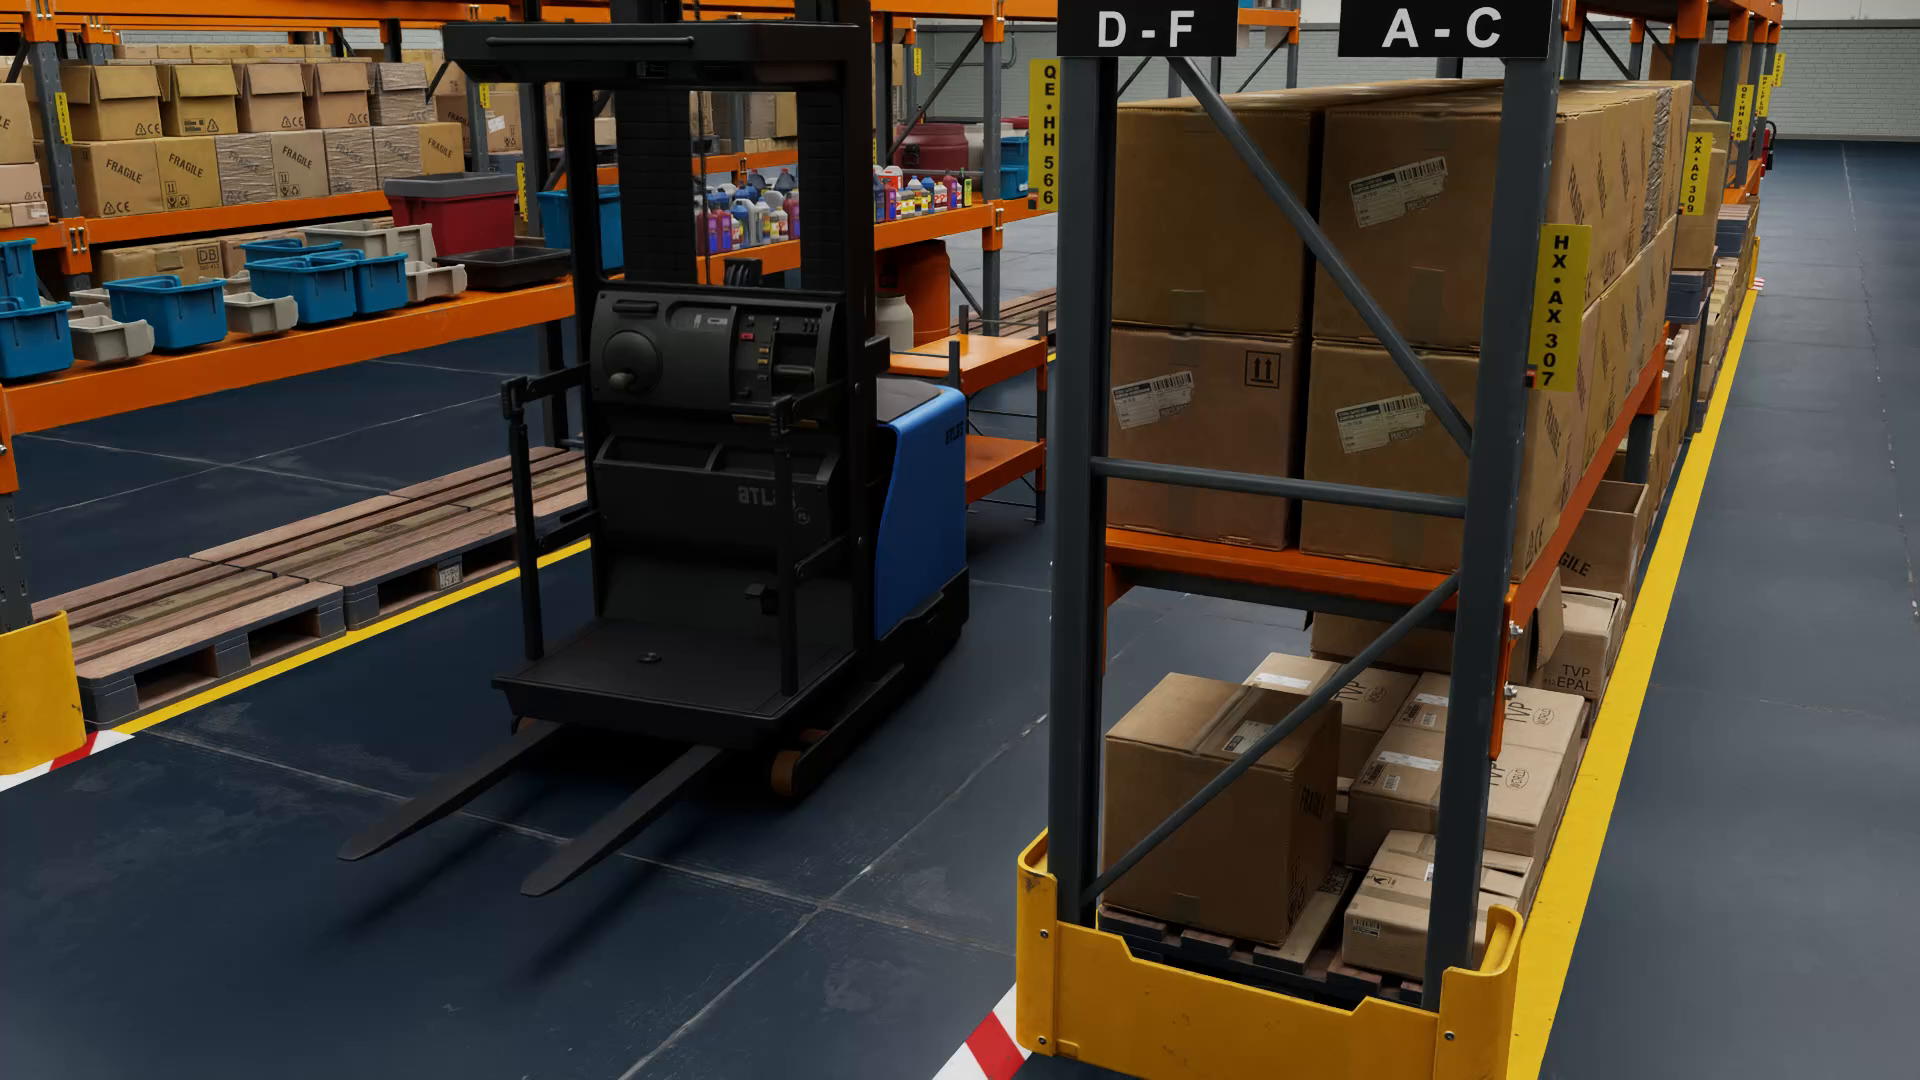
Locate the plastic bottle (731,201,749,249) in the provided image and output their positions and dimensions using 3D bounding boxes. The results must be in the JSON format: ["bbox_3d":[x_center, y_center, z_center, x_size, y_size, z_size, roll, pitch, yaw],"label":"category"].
[{"bbox_3d":[-1.273,-1.827,9.633,0.097,0.271,0.097,0,17,0],"label":"plastic bottle"}]

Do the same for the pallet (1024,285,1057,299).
[{"bbox_3d":[1.302,-2.255,15.746,1.003,0.211,1.213,8,18,25],"label":"pallet"}]

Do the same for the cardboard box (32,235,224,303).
[{"bbox_3d":[-6.119,-1.737,12.100,1.225,0.875,0.875,8,18,26],"label":"cardboard box"}]

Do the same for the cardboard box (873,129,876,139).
[{"bbox_3d":[-1.272,-5.031,20.635,0.380,0.149,0.250,8,18,25],"label":"cardboard box"}]

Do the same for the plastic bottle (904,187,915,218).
[{"bbox_3d":[-0.357,-2.315,11.401,0.097,0.201,0.097,0,17,0],"label":"plastic bottle"}]

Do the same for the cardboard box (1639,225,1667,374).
[{"bbox_3d":[2.250,-0.884,6.058,0.500,0.500,0.500,9,19,27],"label":"cardboard box"}]

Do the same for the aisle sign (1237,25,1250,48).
[{"bbox_3d":[3.176,-6.117,19.286,0.394,0.787,0.004,8,18,25],"label":"aisle sign"}]

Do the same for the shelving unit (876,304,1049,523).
[{"bbox_3d":[-0.003,-0.538,8.358,0.538,1.125,1.048,8,18,25],"label":"shelving unit"}]

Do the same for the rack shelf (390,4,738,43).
[{"bbox_3d":[-3.707,-5.010,16.121,1.077,0.370,4.000,8,18,25],"label":"rack shelf"}]

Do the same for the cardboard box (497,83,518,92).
[{"bbox_3d":[-6.274,-6.174,21.882,0.875,0.550,0.500,8,18,25],"label":"cardboard box"}]

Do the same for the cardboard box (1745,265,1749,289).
[{"bbox_3d":[7.200,-2.510,15.798,0.500,0.250,0.500,8,18,25],"label":"cardboard box"}]

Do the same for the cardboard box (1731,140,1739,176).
[{"bbox_3d":[6.698,-3.590,15.166,0.700,0.500,0.500,8,18,26],"label":"cardboard box"}]

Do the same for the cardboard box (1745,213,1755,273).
[{"bbox_3d":[6.982,-2.741,15.260,0.500,0.500,0.500,8,18,25],"label":"cardboard box"}]

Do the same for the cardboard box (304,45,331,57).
[{"bbox_3d":[-9.924,-7.218,25.105,0.700,0.500,0.500,8,18,24],"label":"cardboard box"}]

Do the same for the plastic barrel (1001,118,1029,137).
[{"bbox_3d":[0.473,-3.349,14.293,0.433,0.535,0.433,0,17,0],"label":"plastic barrel"}]

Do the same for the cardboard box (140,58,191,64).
[{"bbox_3d":[-8.558,-4.834,17.600,0.700,0.500,0.500,8,18,25],"label":"cardboard box"}]

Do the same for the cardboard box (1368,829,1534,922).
[{"bbox_3d":[1.292,0.912,4.390,0.380,0.166,0.250,8,18,25],"label":"cardboard box"}]

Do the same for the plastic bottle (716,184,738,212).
[{"bbox_3d":[-1.517,-2.156,10.732,0.152,0.276,0.135,8,18,25],"label":"plastic bottle"}]

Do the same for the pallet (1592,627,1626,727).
[{"bbox_3d":[2.165,0.384,6.862,1.003,0.211,1.213,8,18,25],"label":"pallet"}]

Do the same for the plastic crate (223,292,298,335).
[{"bbox_3d":[-2.819,-0.907,6.669,0.250,0.136,0.298,8,18,25],"label":"plastic crate"}]

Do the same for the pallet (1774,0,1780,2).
[{"bbox_3d":[7.496,-5.403,16.334,1.003,0.211,1.213,8,18,25],"label":"pallet"}]

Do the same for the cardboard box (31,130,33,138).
[{"bbox_3d":[-9.029,-3.833,15.864,0.380,0.149,0.250,8,19,26],"label":"cardboard box"}]

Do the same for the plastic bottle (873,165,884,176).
[{"bbox_3d":[-0.652,-2.649,12.393,0.152,0.276,0.135,8,18,25],"label":"plastic bottle"}]

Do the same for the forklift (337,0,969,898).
[{"bbox_3d":[-0.940,-0.665,5.617,1.130,2.935,3.031,6,18,19],"label":"forklift"}]

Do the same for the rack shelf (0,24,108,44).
[{"bbox_3d":[-12.572,-6.271,20.365,1.077,0.370,4.000,8,18,25],"label":"rack shelf"}]

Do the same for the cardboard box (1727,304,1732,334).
[{"bbox_3d":[5.894,-1.778,13.333,0.500,0.250,0.500,8,18,25],"label":"cardboard box"}]

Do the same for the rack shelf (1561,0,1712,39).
[{"bbox_3d":[1.579,-1.711,5.013,1.077,0.370,4.000,8,18,25],"label":"rack shelf"}]

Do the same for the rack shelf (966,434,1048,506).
[{"bbox_3d":[-0.003,-0.303,8.428,0.538,0.278,1.000,8,18,25],"label":"rack shelf"}]

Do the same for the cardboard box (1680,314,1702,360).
[{"bbox_3d":[4.031,-1.236,9.717,0.500,0.250,0.500,9,19,27],"label":"cardboard box"}]

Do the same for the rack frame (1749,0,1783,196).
[{"bbox_3d":[7.835,-4.184,17.344,1.000,3.000,0.127,8,18,25],"label":"rack frame"}]

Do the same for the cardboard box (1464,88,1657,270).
[{"bbox_3d":[1.801,-1.106,5.048,0.500,0.500,0.500,8,18,25],"label":"cardboard box"}]

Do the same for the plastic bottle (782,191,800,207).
[{"bbox_3d":[-0.995,-2.005,10.224,0.152,0.276,0.135,8,18,25],"label":"plastic bottle"}]

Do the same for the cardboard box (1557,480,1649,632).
[{"bbox_3d":[2.472,0.041,6.736,0.500,0.500,0.500,8,18,25],"label":"cardboard box"}]

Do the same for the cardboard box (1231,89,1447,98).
[{"bbox_3d":[1.091,-1.046,4.846,0.500,0.500,0.500,9,19,27],"label":"cardboard box"}]

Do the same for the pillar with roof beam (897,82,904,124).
[{"bbox_3d":[1.806,-17.244,50.777,9.100,9.000,0.400,8,18,25],"label":"pillar with roof beam"}]

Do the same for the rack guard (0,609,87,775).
[{"bbox_3d":[-3.743,0.466,6.077,1.175,0.500,0.348,8,18,25],"label":"rack guard"}]

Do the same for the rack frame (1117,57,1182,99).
[{"bbox_3d":[1.618,-3.797,16.039,1.000,3.000,0.127,8,18,25],"label":"rack frame"}]

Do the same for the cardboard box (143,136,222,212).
[{"bbox_3d":[-5.735,-2.651,12.004,0.500,0.500,0.500,8,18,25],"label":"cardboard box"}]

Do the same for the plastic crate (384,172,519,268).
[{"bbox_3d":[-2.580,-1.623,8.502,0.402,0.464,0.583,8,18,25],"label":"plastic crate"}]

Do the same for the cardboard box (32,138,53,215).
[{"bbox_3d":[-6.423,-2.591,11.803,0.500,0.500,0.500,8,18,26],"label":"cardboard box"}]

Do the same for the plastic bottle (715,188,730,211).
[{"bbox_3d":[-1.501,-2.083,10.497,0.097,0.271,0.097,0,17,0],"label":"plastic bottle"}]

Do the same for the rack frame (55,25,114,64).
[{"bbox_3d":[-11.678,-5.688,22.405,1.000,3.000,0.127,8,18,25],"label":"rack frame"}]

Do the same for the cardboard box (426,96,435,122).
[{"bbox_3d":[-7.051,-5.251,20.672,0.875,0.550,0.550,8,18,25],"label":"cardboard box"}]

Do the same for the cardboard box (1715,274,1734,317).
[{"bbox_3d":[5.671,-1.918,12.820,0.500,0.311,0.500,8,18,25],"label":"cardboard box"}]

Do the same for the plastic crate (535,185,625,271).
[{"bbox_3d":[-1.860,-1.618,8.625,0.392,0.384,0.575,8,18,25],"label":"plastic crate"}]

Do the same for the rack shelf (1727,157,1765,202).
[{"bbox_3d":[6.941,-3.330,15.731,1.077,0.370,4.000,8,18,25],"label":"rack shelf"}]

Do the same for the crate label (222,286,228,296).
[{"bbox_3d":[-3.296,-1.019,7.045,0.396,0.136,0.243,8,18,25],"label":"crate label"}]

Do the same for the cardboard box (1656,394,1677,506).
[{"bbox_3d":[3.366,-0.496,8.544,0.500,0.500,0.500,8,18,26],"label":"cardboard box"}]

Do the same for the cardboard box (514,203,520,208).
[{"bbox_3d":[-4.100,-3.091,15.963,0.500,0.250,0.500,11,20,32],"label":"cardboard box"}]

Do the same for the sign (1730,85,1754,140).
[{"bbox_3d":[4.750,-2.597,10.106,0.100,0.325,0.005,8,18,25],"label":"sign"}]

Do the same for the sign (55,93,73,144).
[{"bbox_3d":[-5.890,-2.772,10.929,0.100,0.325,0.005,8,18,25],"label":"sign"}]

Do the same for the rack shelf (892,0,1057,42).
[{"bbox_3d":[0.724,-4.380,13.999,1.077,0.370,4.000,8,18,25],"label":"rack shelf"}]

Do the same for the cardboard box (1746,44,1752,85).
[{"bbox_3d":[6.913,-4.333,15.389,0.700,0.500,0.500,8,18,25],"label":"cardboard box"}]

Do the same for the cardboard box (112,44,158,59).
[{"bbox_3d":[-11.288,-6.442,22.491,0.700,0.500,0.500,8,18,25],"label":"cardboard box"}]

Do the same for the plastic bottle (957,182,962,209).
[{"bbox_3d":[-0.036,-2.498,12.016,0.097,0.201,0.097,0,17,0],"label":"plastic bottle"}]

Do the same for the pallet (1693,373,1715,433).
[{"bbox_3d":[4.663,-1.015,11.570,1.003,0.211,1.213,8,18,25],"label":"pallet"}]

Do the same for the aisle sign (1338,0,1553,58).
[{"bbox_3d":[0.918,-1.300,3.068,0.394,0.787,0.004,8,18,25],"label":"aisle sign"}]

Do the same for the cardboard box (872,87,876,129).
[{"bbox_3d":[-1.412,-5.357,20.594,0.875,0.500,0.500,8,18,25],"label":"cardboard box"}]
